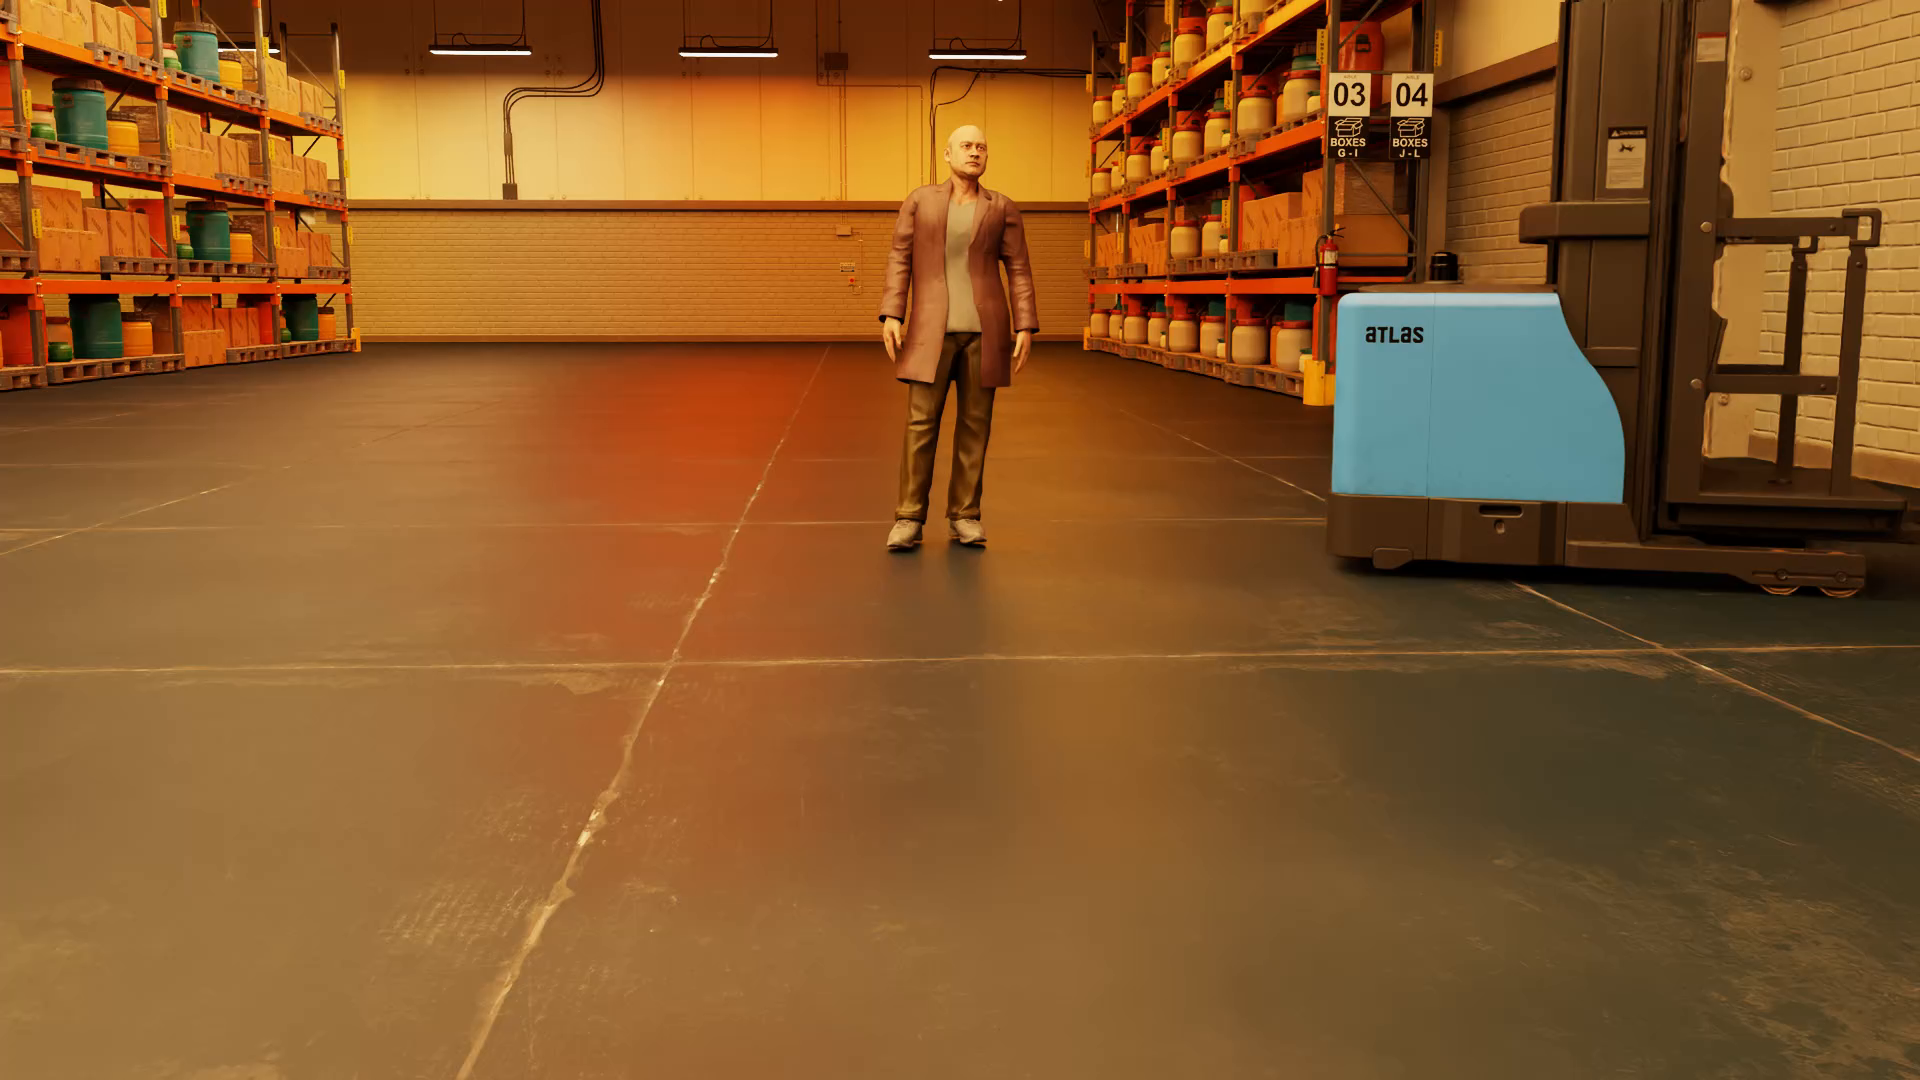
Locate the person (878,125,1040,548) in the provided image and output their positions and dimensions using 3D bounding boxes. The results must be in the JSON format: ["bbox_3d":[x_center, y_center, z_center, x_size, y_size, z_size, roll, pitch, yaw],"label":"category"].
[{"bbox_3d":[0.001,-0.873,7.089,0.694,1.775,0.582,-1,8,-4],"label":"person"}]

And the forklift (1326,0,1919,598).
[{"bbox_3d":[3.004,-1.330,6.287,3.031,2.935,1.130,2,9,16],"label":"forklift"}]
